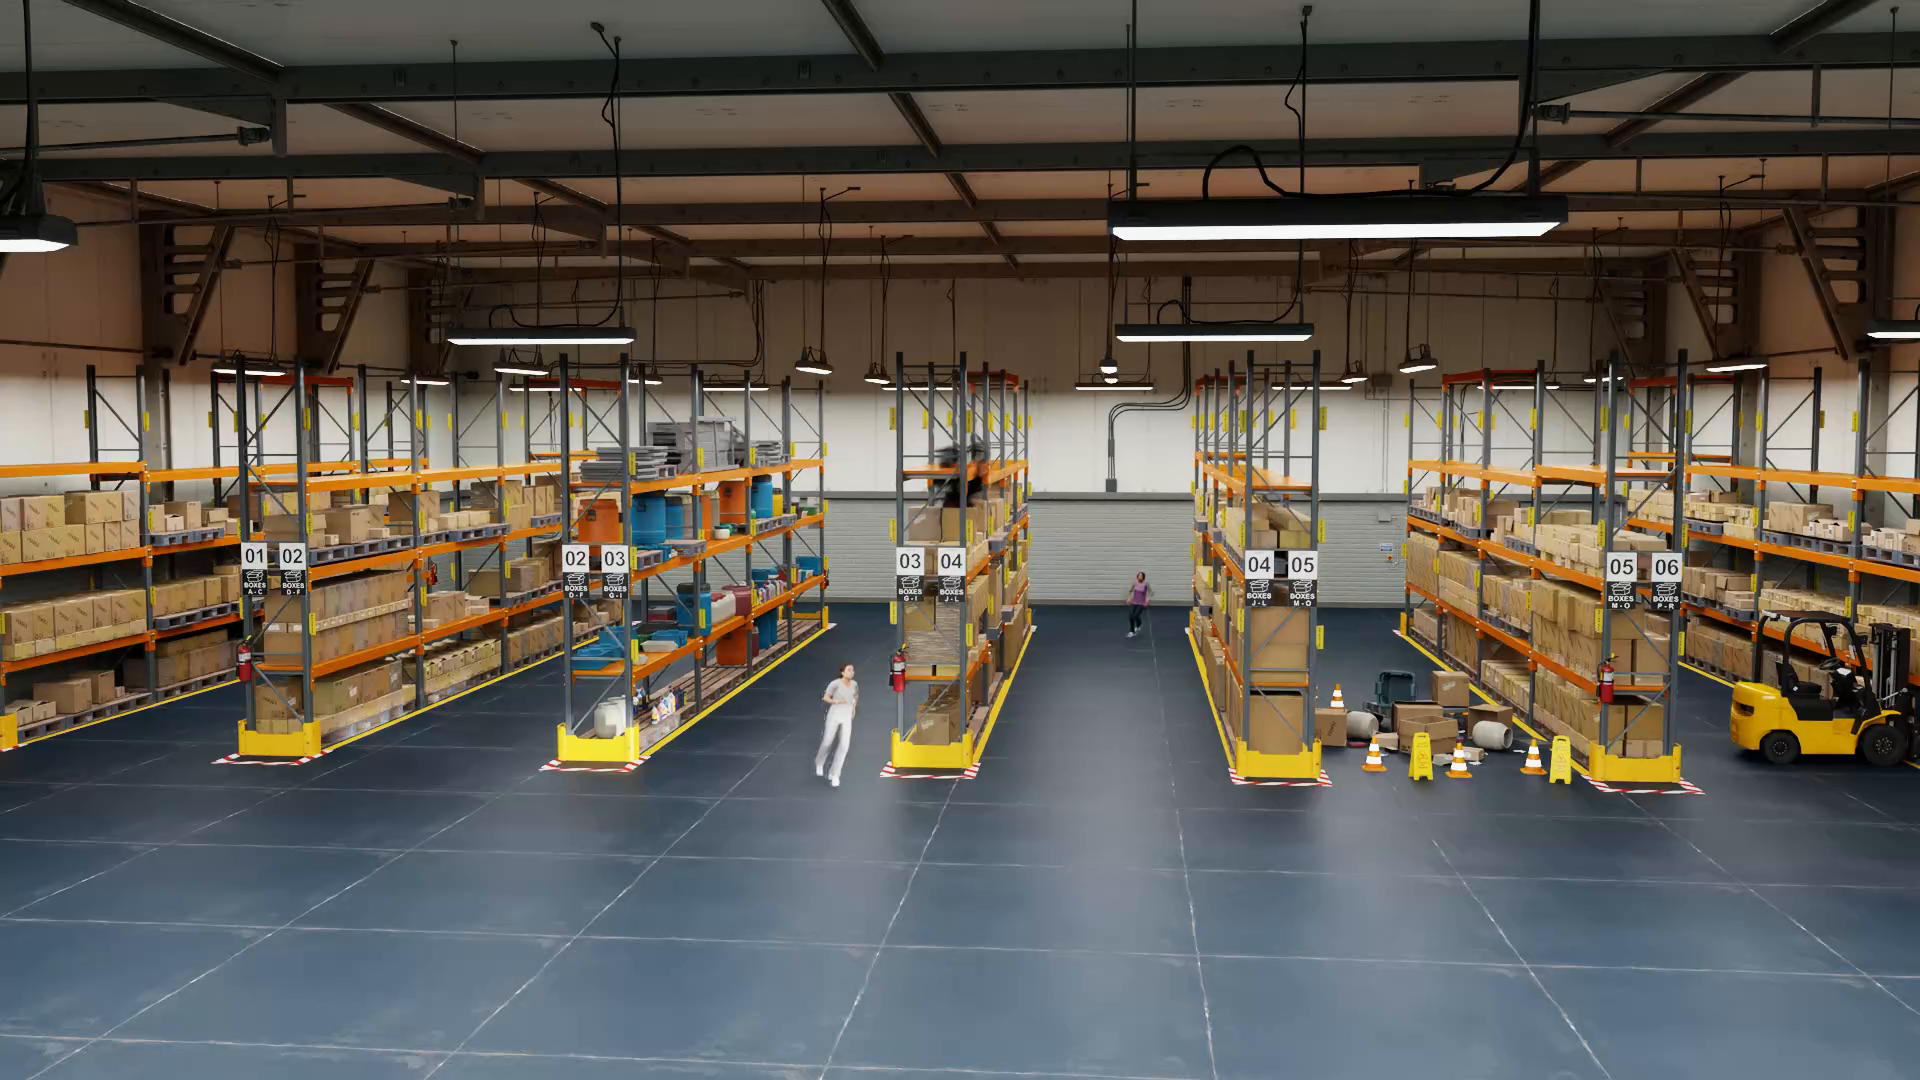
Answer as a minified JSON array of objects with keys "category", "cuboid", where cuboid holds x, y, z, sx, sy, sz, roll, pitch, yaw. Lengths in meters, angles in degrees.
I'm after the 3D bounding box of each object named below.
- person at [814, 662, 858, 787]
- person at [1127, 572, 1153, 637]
[{"category":"person","cuboid":[-1.652,2.525,23.210,0.590,1.668,0.856,-2,4,-22]},{"category":"person","cuboid":[4.135,1.498,38.558,0.600,1.539,0.469,2,5,29]}]
